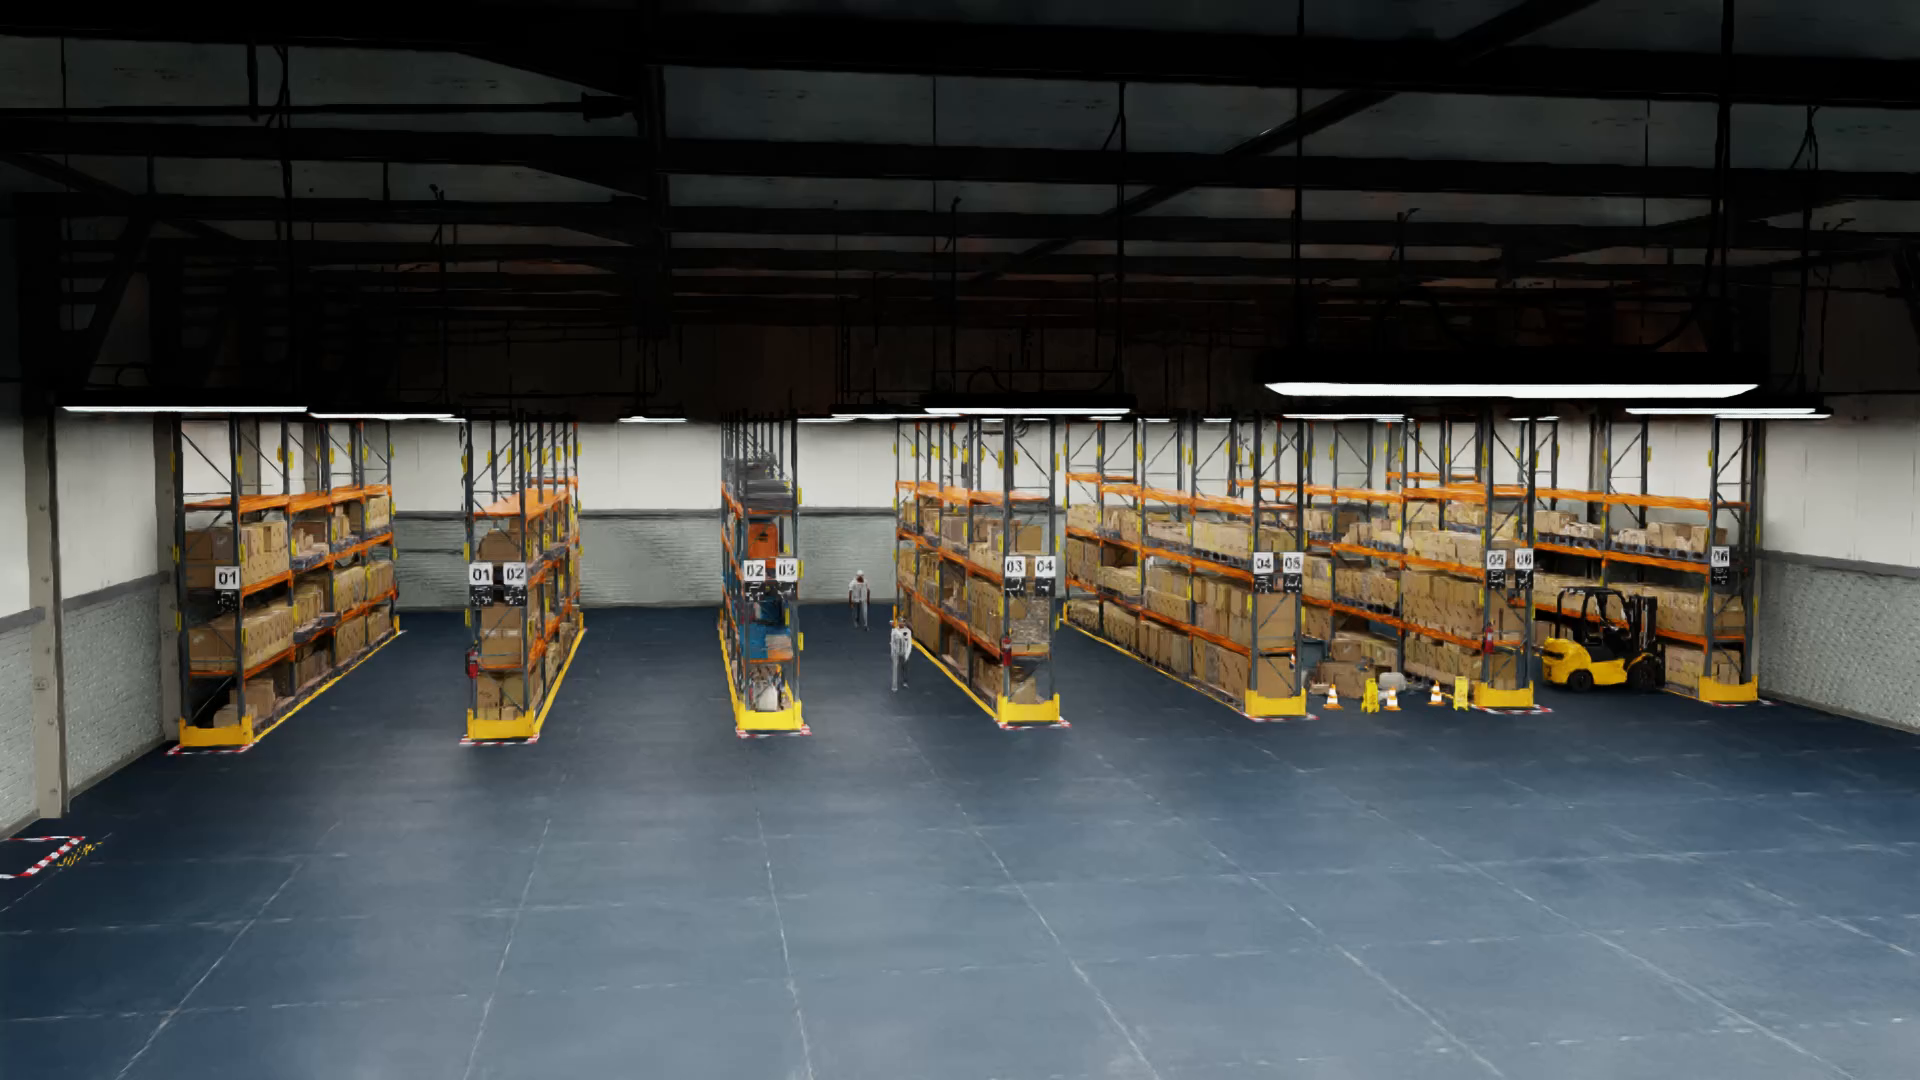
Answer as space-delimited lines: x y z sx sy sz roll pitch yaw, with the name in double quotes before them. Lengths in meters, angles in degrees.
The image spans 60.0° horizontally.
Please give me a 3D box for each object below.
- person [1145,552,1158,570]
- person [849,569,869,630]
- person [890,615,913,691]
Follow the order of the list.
"person" 6.122 1.114 53.487 0.598 1.772 0.577 2 4 26
"person" -2.799 1.643 46.245 0.577 1.691 1.121 -1 4 -7
"person" -1.257 2.403 35.728 0.481 1.621 0.997 0 4 0
